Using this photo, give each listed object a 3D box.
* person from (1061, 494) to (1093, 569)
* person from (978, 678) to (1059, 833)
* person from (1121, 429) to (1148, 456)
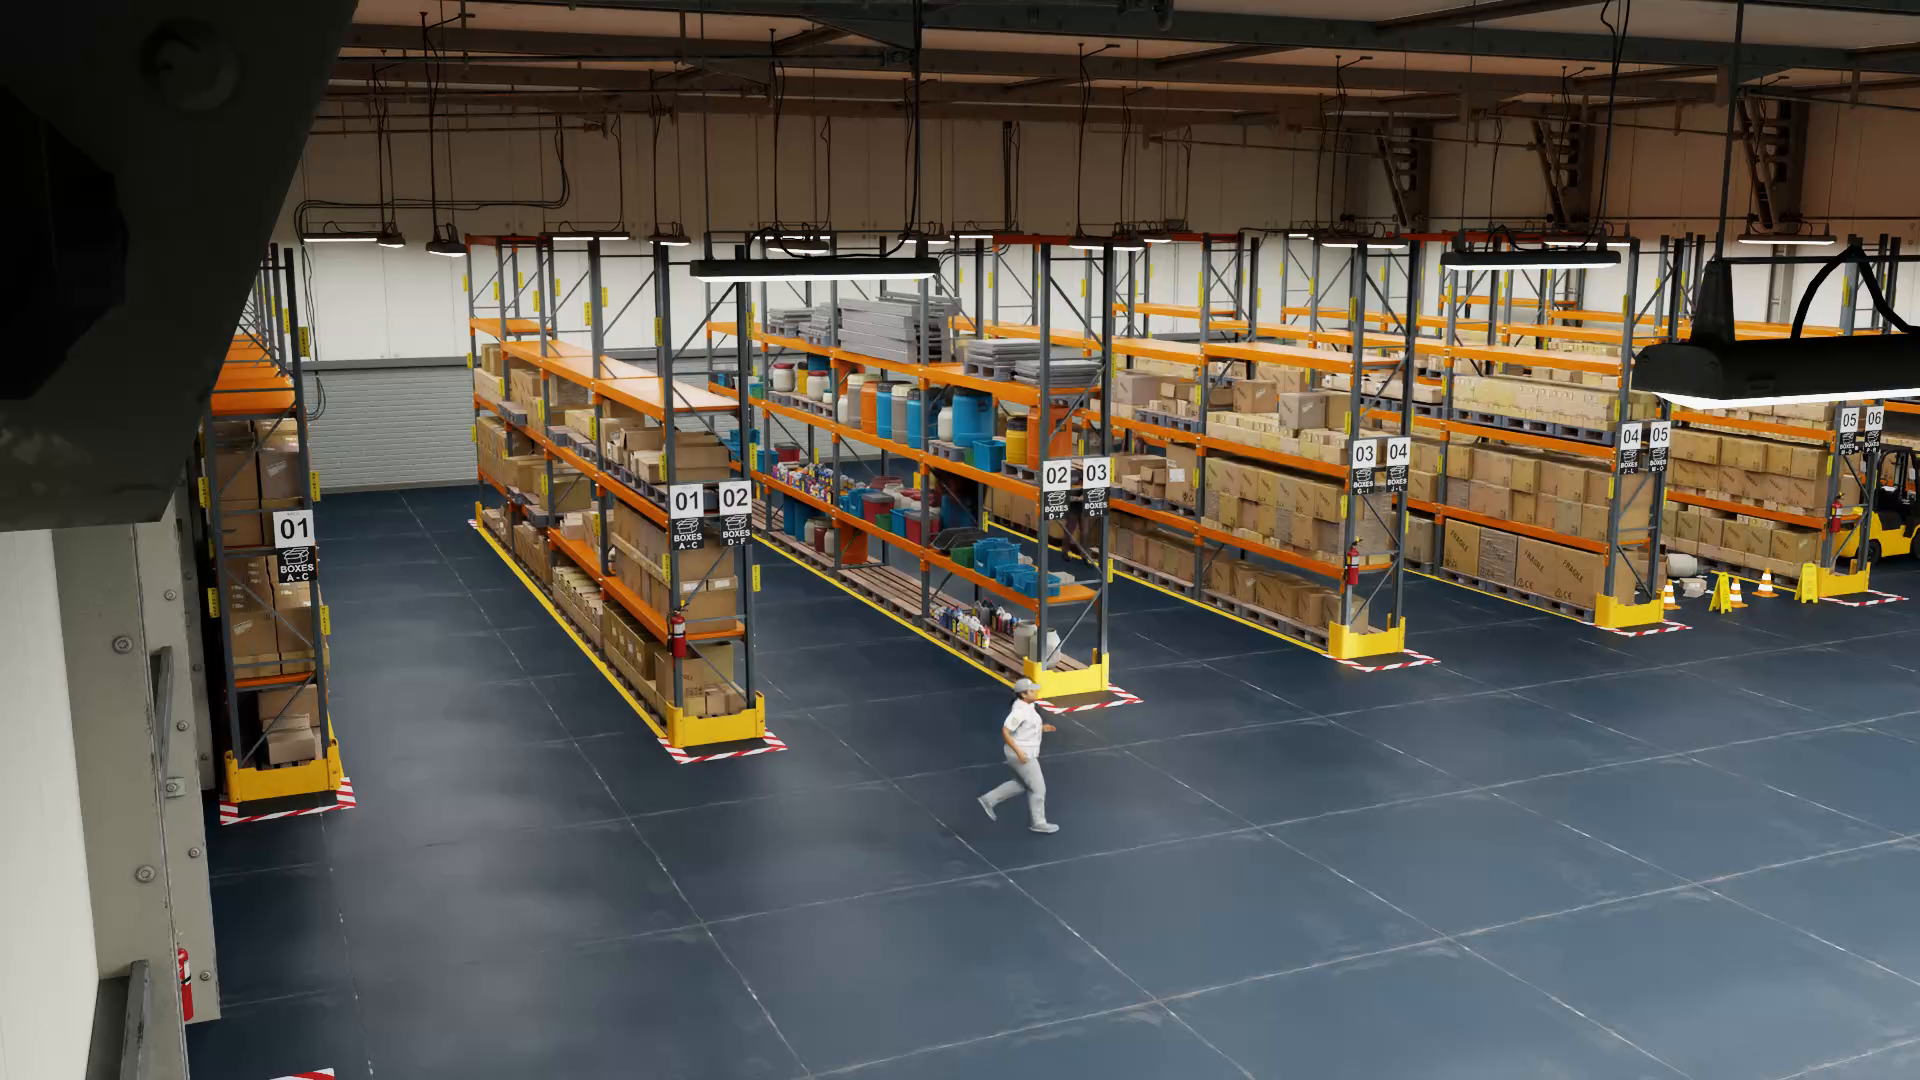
[{"bbox_3d":[2.068,-0.423,29.290,0.645,1.823,0.769,-6,13,-30],"label":"person"},{"bbox_3d":[0.615,2.229,17.255,0.843,1.644,0.610,0,11,2],"label":"person"},{"bbox_3d":[3.855,-1.617,36.821,0.729,1.807,0.961,-3,11,-16],"label":"person"}]
